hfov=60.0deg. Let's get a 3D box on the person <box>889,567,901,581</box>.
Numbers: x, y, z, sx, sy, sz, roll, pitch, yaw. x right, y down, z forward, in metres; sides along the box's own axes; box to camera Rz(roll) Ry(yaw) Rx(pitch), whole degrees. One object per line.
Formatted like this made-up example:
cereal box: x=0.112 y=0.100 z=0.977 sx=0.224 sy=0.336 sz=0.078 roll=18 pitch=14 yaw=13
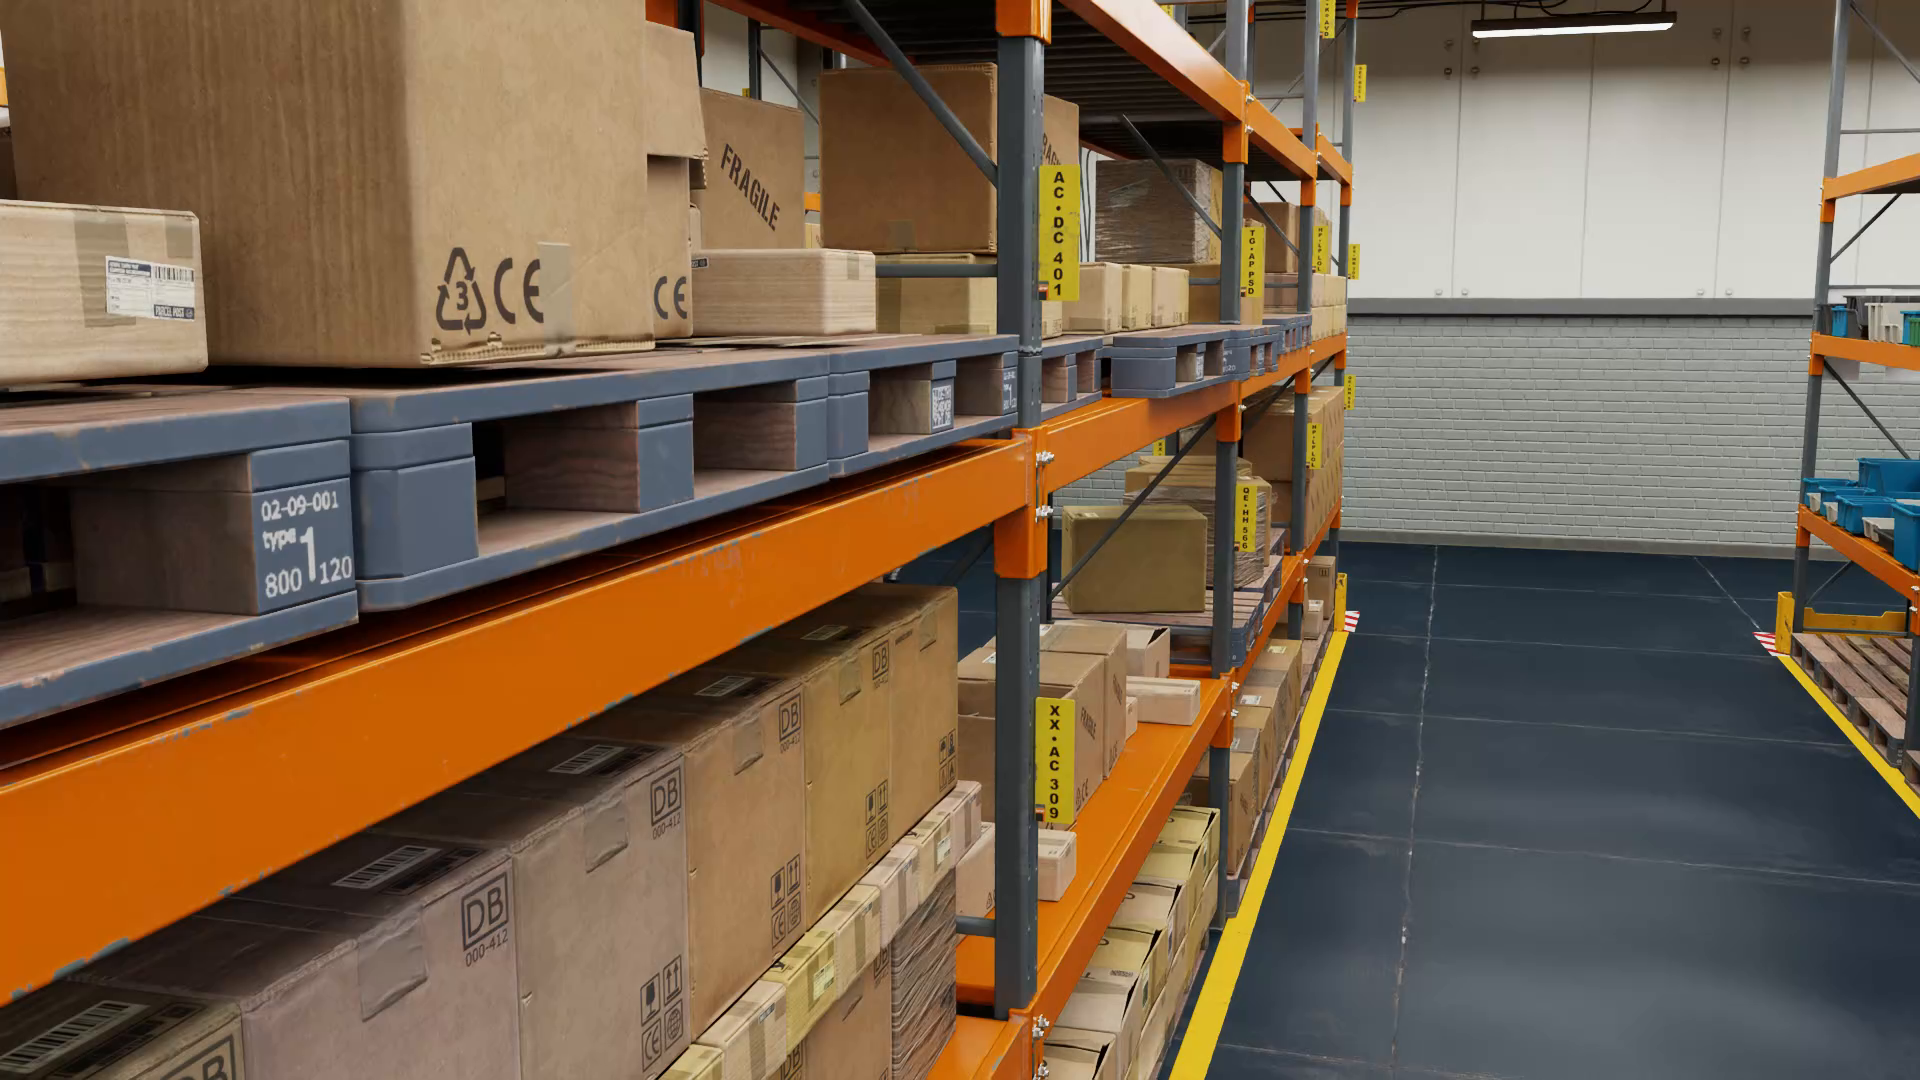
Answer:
person: x=-0.724 y=-0.356 z=18.246 sx=0.541 sy=1.695 sz=0.468 roll=2 pitch=9 yaw=16
